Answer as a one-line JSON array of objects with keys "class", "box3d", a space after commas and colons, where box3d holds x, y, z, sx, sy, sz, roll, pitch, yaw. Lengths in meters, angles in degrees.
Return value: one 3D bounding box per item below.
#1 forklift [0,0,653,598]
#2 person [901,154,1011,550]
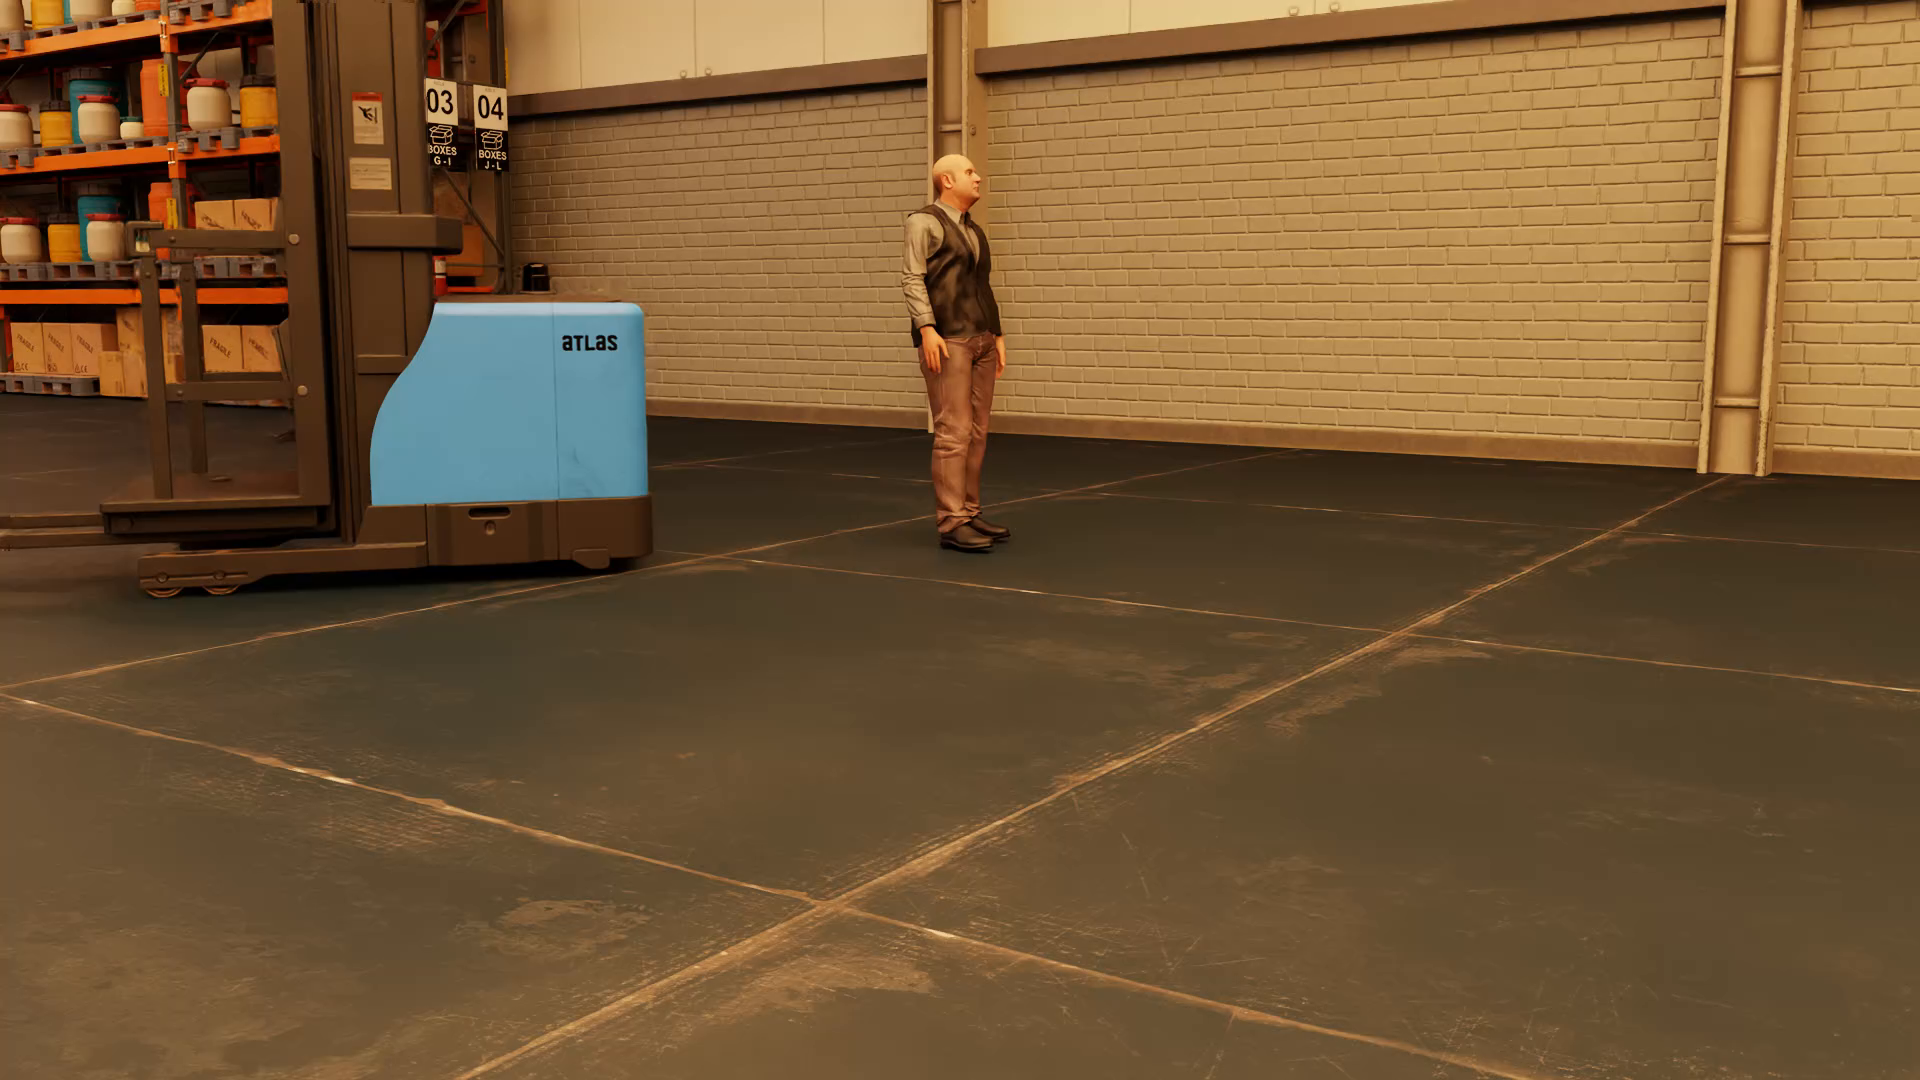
[{"class": "forklift", "box3d": [-2.814, -1.322, 6.490, 3.031, 2.935, 1.130, -3, 8, -17]}, {"class": "person", "box3d": [0.047, -0.854, 7.441, 0.568, 1.721, 0.633, 5, 10, 34]}]
